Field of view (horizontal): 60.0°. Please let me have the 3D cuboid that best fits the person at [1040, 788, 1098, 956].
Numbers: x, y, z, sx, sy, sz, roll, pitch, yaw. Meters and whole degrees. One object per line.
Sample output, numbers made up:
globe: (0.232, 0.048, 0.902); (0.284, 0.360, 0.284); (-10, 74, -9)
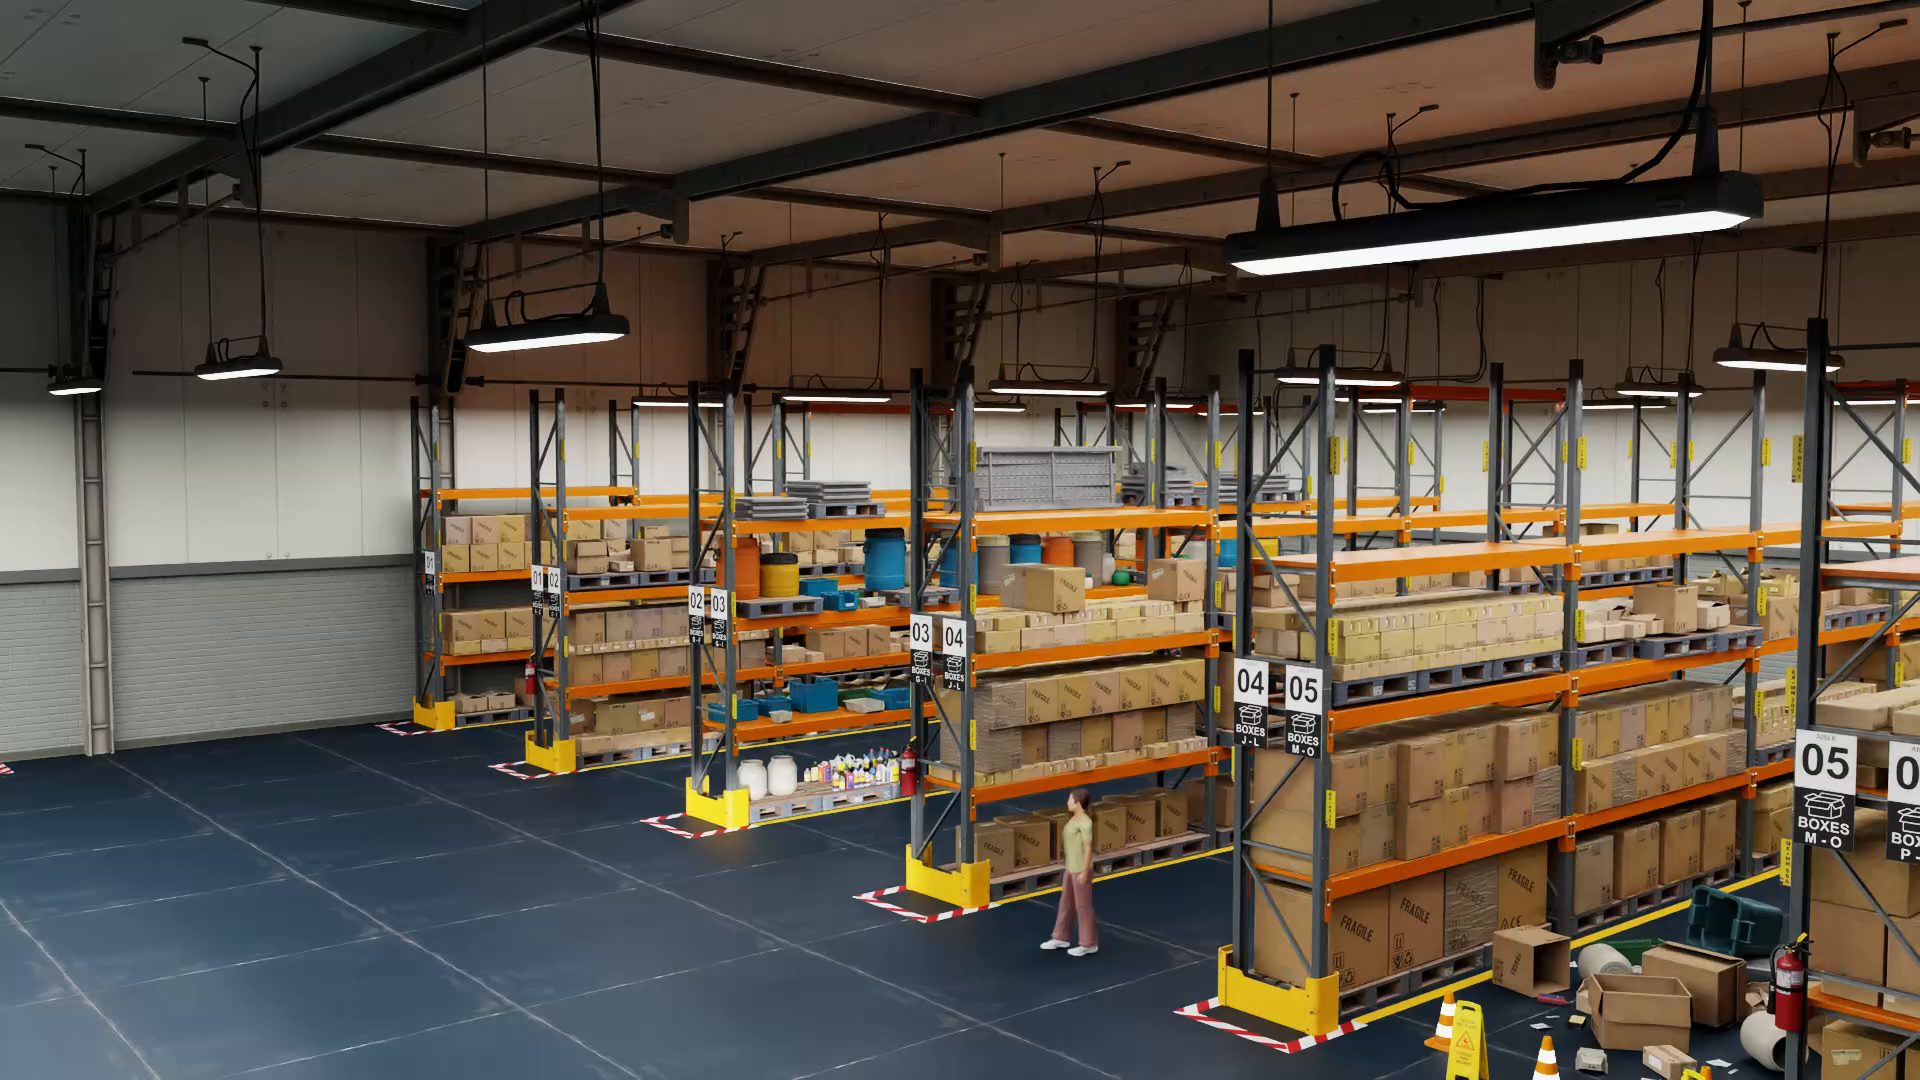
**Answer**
person: (1.113, 3.339, 16.761); (0.555, 1.681, 0.459); (-1, 3, -9)
